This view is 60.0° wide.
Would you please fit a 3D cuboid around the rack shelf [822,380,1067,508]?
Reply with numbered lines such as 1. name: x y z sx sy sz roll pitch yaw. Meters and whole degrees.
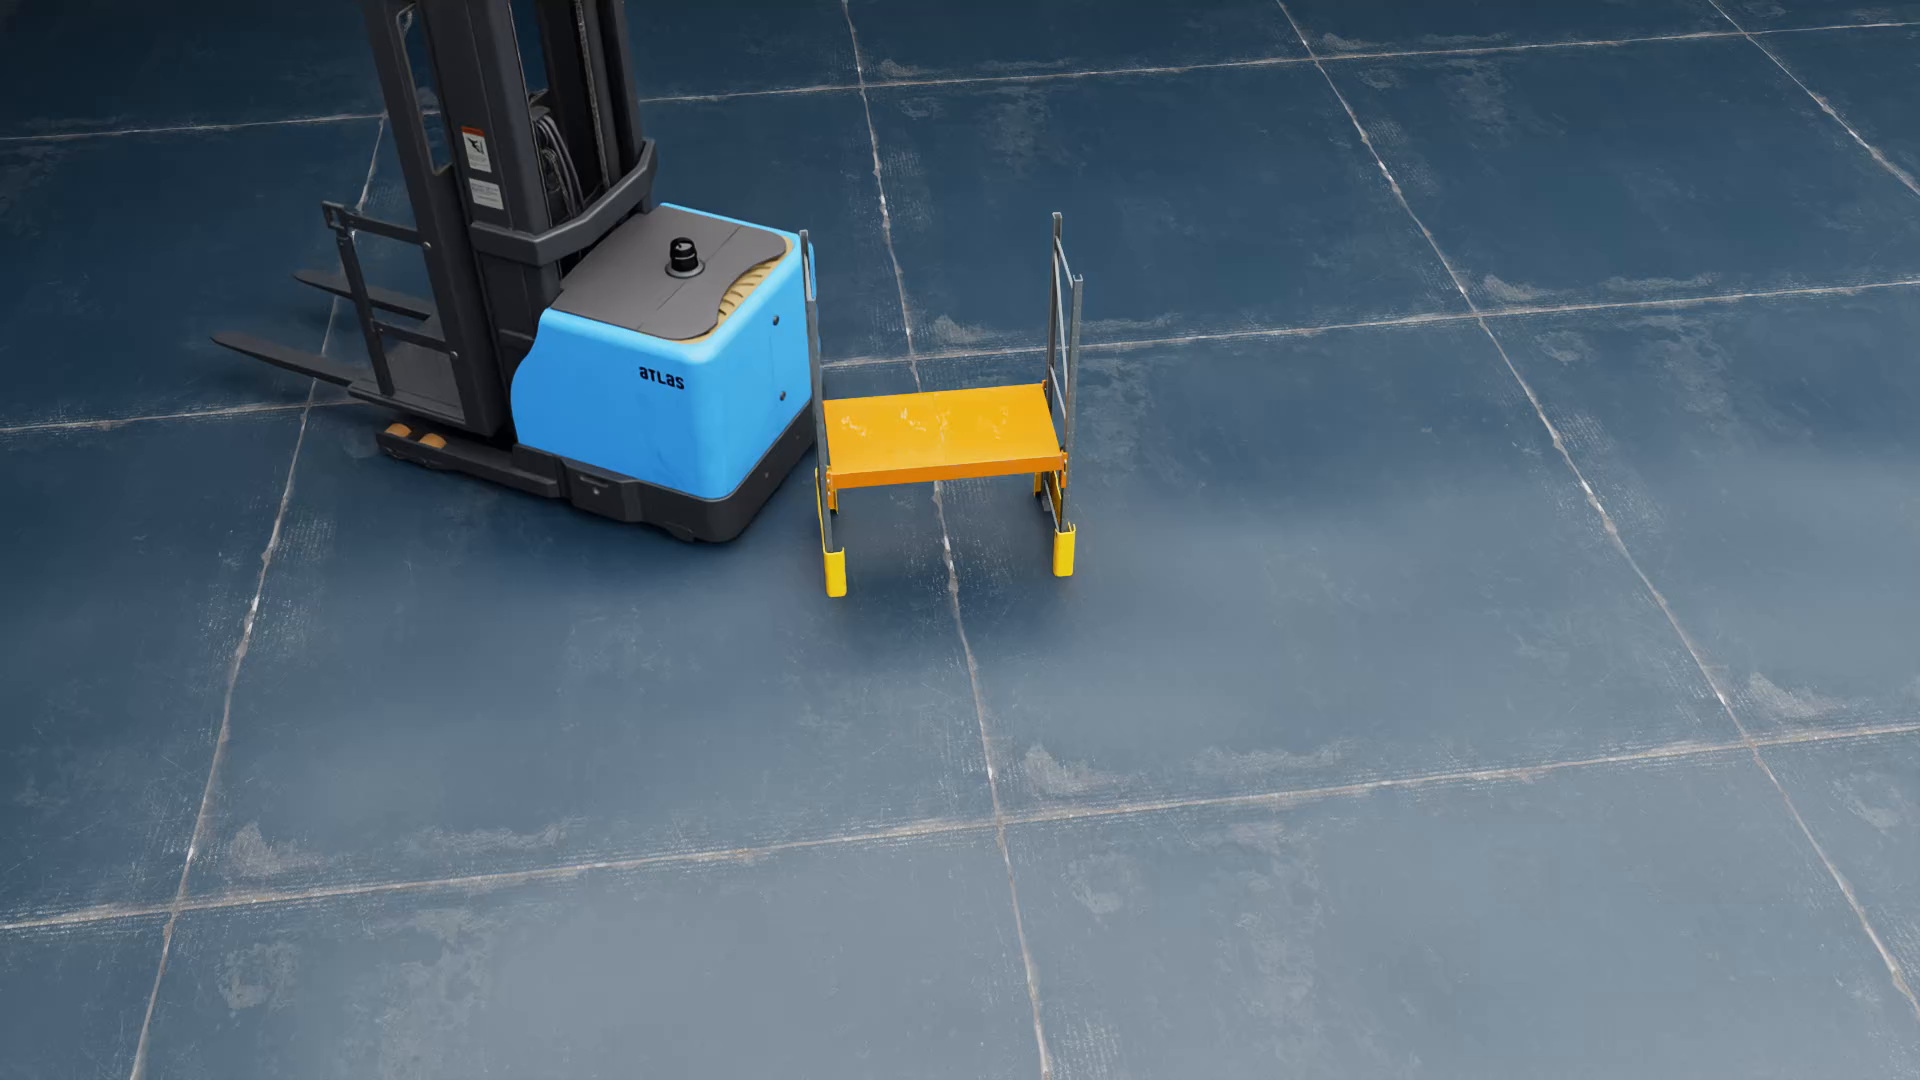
1. rack shelf: -0.085 -0.416 7.075 1.000 0.185 0.538 -5 42 -6

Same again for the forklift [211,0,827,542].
1. forklift: -2.198 -1.729 7.193 3.031 2.935 1.130 16 45 17

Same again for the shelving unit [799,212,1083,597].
1. shelving unit: -0.076 -0.550 6.955 1.083 1.500 0.587 -5 42 -6

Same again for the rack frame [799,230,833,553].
1. rack frame: -0.589 -0.505 6.906 0.032 1.500 0.500 -5 42 -6

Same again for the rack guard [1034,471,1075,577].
1. rack guard: 0.418 -0.129 7.422 0.087 0.250 0.587 -5 42 -6

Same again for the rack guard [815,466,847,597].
1. rack guard: -0.569 -0.043 7.326 0.087 0.250 0.587 -5 42 -6

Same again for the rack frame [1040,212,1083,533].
1. rack frame: 0.419 -0.594 7.004 0.032 1.500 0.500 -5 42 -6
